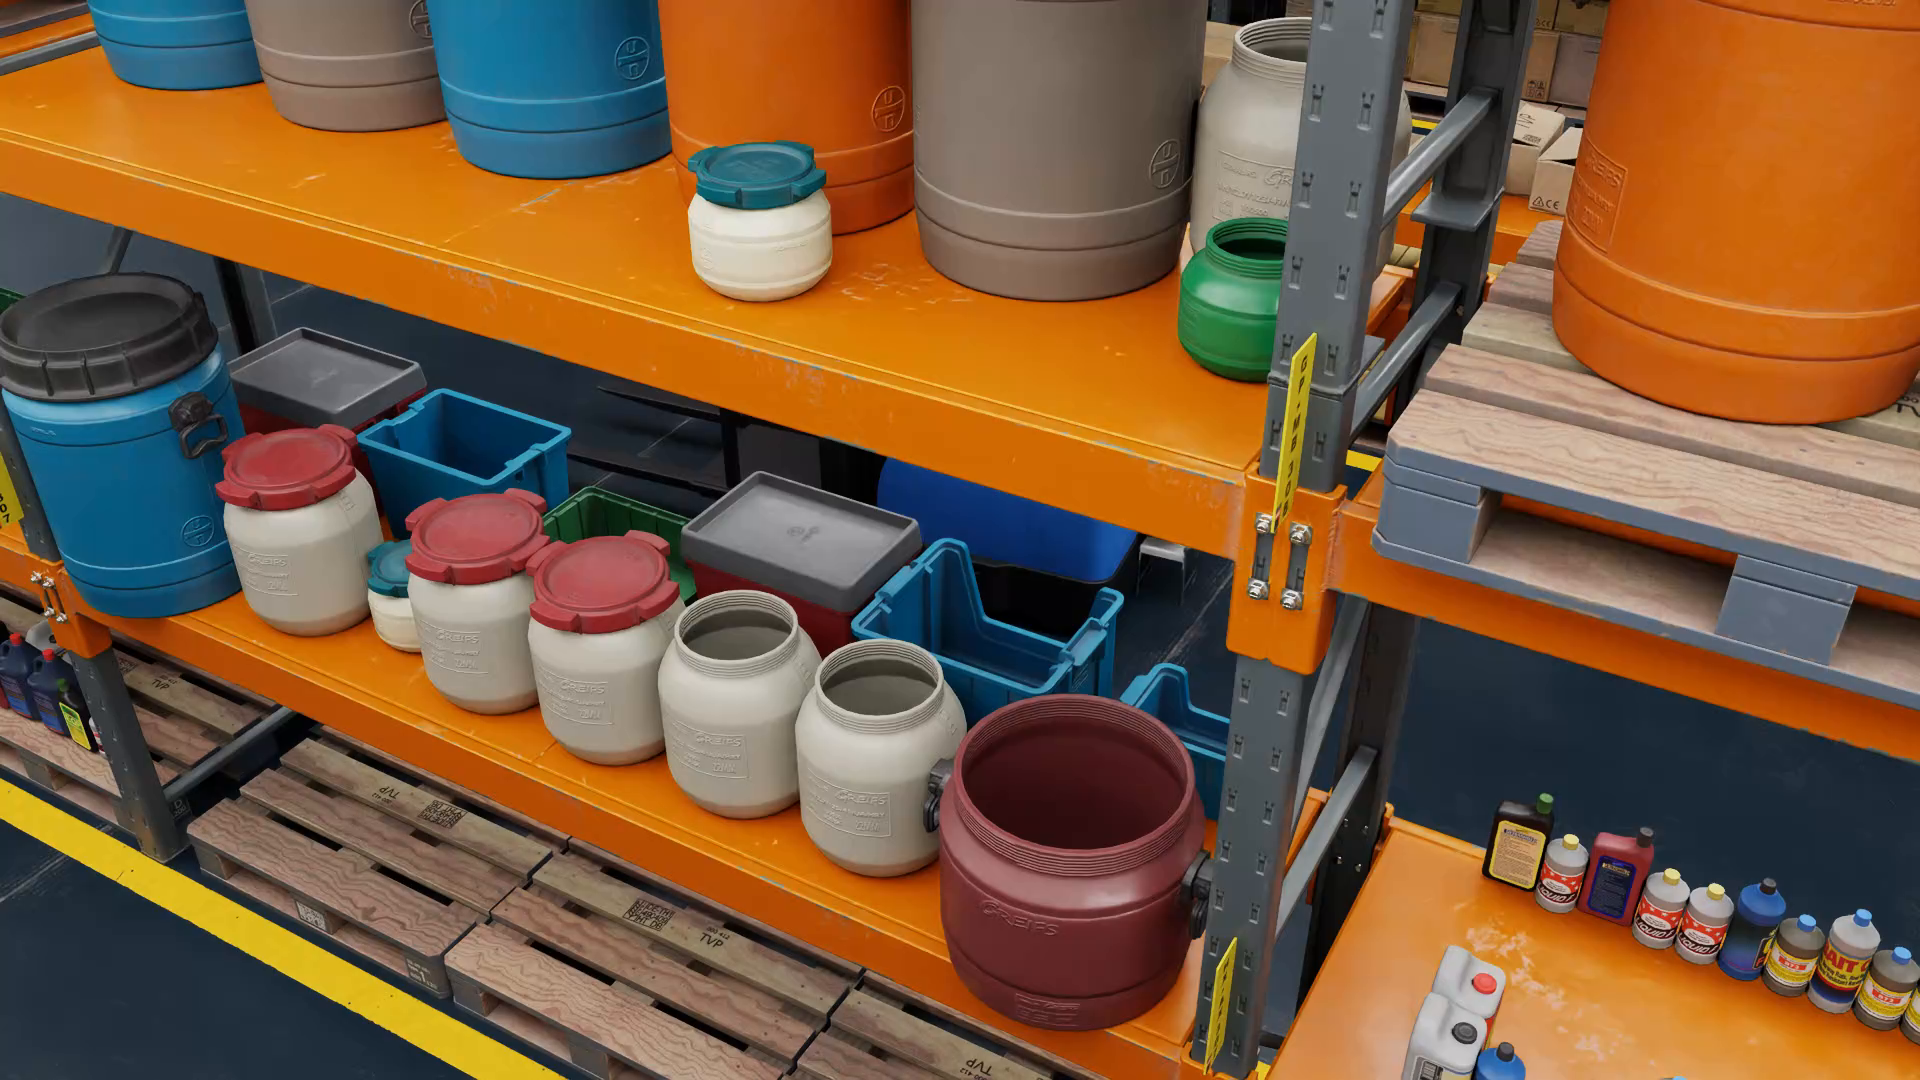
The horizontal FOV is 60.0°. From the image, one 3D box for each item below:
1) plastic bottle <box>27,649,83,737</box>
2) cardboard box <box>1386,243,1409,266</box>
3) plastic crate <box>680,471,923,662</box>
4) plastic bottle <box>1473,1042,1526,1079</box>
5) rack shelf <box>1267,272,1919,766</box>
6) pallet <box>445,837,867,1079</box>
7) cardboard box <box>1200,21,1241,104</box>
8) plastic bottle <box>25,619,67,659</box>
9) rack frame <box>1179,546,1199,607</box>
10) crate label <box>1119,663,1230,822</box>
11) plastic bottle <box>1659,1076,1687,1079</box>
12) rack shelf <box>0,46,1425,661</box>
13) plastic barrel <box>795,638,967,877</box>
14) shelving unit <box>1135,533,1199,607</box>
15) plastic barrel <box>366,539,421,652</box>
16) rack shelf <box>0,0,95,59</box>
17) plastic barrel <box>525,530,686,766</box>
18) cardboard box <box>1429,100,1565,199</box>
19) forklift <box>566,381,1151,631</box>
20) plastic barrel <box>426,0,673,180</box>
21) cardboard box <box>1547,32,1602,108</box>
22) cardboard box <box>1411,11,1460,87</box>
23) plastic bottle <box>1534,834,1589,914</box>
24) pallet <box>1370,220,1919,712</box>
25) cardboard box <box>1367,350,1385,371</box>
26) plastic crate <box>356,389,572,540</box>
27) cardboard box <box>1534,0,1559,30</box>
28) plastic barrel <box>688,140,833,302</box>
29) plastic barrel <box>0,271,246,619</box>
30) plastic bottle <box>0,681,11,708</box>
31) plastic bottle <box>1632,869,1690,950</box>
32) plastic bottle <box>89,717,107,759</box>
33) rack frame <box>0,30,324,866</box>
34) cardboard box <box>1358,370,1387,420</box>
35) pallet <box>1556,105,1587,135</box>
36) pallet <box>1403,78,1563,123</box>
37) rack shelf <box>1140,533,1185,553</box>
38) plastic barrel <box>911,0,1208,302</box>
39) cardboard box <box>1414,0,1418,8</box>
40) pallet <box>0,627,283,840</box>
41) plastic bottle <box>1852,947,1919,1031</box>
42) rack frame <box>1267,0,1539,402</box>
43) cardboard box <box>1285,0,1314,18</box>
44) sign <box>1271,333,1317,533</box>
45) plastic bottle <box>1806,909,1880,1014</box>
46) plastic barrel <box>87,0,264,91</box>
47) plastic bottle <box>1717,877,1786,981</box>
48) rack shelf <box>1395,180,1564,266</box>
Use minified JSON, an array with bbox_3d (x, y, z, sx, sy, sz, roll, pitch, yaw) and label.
[{"bbox_3d":[-3.370,0.550,6.211,0.185,0.351,0.144,17,37,23],"label":"plastic bottle"},{"bbox_3d":[2.056,-1.445,8.809,0.500,0.311,0.500,17,37,23],"label":"cardboard box"},{"bbox_3d":[-0.446,0.151,4.760,0.583,0.464,0.402,18,37,24],"label":"plastic crate"},{"bbox_3d":[1.108,1.142,3.445,0.097,0.271,0.097,0,34,0],"label":"plastic bottle"},{"bbox_3d":[2.542,0.370,2.431,4.000,0.370,1.077,18,37,24],"label":"rack shelf"},{"bbox_3d":[-0.903,1.362,5.515,1.213,0.211,1.003,18,37,24],"label":"pallet"},{"bbox_3d":[1.345,-2.254,8.338,0.500,0.500,0.500,18,38,24],"label":"cardboard box"},{"bbox_3d":[-3.485,0.450,6.428,0.135,0.276,0.152,18,37,24],"label":"plastic bottle"},{"bbox_3d":[1.014,-0.141,7.150,0.006,0.900,0.240,13,36,19],"label":"rack frame"},{"bbox_3d":[0.626,0.542,4.380,0.416,0.233,0.303,18,37,24],"label":"crate label"},{"bbox_3d":[1.468,1.188,3.439,0.097,0.201,0.097,0,34,0],"label":"plastic bottle"},{"bbox_3d":[-0.931,-0.730,4.083,4.000,0.370,1.077,18,37,24],"label":"rack shelf"},{"bbox_3d":[-0.194,0.542,4.129,0.421,0.512,0.421,0,34,0],"label":"plastic barrel"},{"bbox_3d":[0.920,-0.163,7.183,0.210,0.900,0.258,13,36,19],"label":"shelving unit"},{"bbox_3d":[-1.594,0.164,4.922,0.301,0.262,0.301,0,34,0],"label":"plastic barrel"},{"bbox_3d":[-4.404,-1.830,5.735,4.000,0.370,1.077,18,37,24],"label":"rack shelf"},{"bbox_3d":[-0.933,0.302,4.468,0.433,0.535,0.433,0,34,0],"label":"plastic barrel"},{"bbox_3d":[2.586,-1.916,8.001,0.500,0.311,0.500,17,37,24],"label":"cardboard box"},{"bbox_3d":[-0.578,-1.355,7.140,3.031,2.935,1.130,13,36,19],"label":"forklift"},{"bbox_3d":[-0.983,-1.393,3.977,0.708,0.901,0.600,18,37,24],"label":"plastic barrel"},{"bbox_3d":[4.681,-3.512,12.176,0.500,0.500,0.700,18,37,24],"label":"cardboard box"},{"bbox_3d":[3.792,-3.769,12.562,0.500,0.500,0.700,18,38,25],"label":"cardboard box"},{"bbox_3d":[1.459,0.798,4.024,0.097,0.201,0.097,0,34,0],"label":"plastic bottle"},{"bbox_3d":[1.421,-0.144,2.723,1.213,0.211,1.003,18,37,24],"label":"pallet"},{"bbox_3d":[2.235,-1.043,8.206,0.500,0.311,0.500,17,37,24],"label":"cardboard box"},{"bbox_3d":[-1.555,-0.171,5.315,0.575,0.384,0.392,18,37,24],"label":"plastic crate"},{"bbox_3d":[4.157,-3.952,12.161,0.500,0.250,0.500,17,37,24],"label":"cardboard box"},{"bbox_3d":[-0.415,-0.659,3.452,0.301,0.262,0.301,0,34,0],"label":"plastic barrel"},{"bbox_3d":[-2.482,-0.288,5.024,0.708,0.901,0.600,18,37,24],"label":"plastic barrel"},{"bbox_3d":[-3.698,0.500,6.346,0.133,0.283,0.061,20,39,27],"label":"plastic bottle"},{"bbox_3d":[1.660,0.862,3.929,0.097,0.201,0.097,0,34,0],"label":"plastic bottle"},{"bbox_3d":[-3.137,0.701,6.119,0.097,0.201,0.097,0,34,0],"label":"plastic bottle"},{"bbox_3d":[-2.667,-0.331,5.541,0.127,3.000,1.000,18,37,24],"label":"rack frame"},{"bbox_3d":[2.239,-0.811,8.364,0.500,0.250,0.500,17,37,24],"label":"cardboard box"},{"bbox_3d":[5.043,-3.054,12.145,1.213,0.211,1.003,18,37,24],"label":"pallet"},{"bbox_3d":[3.988,-3.390,12.650,1.213,0.211,1.003,18,37,24],"label":"pallet"},{"bbox_3d":[0.920,-0.060,7.251,0.200,0.077,0.258,13,36,19],"label":"rack shelf"},{"bbox_3d":[0.200,-1.019,3.415,0.600,0.901,0.600,0,34,0],"label":"plastic barrel"},{"bbox_3d":[3.280,-4.240,12.592,0.500,0.250,0.500,17,37,23],"label":"cardboard box"},{"bbox_3d":[-3.230,0.625,6.621,1.213,0.211,1.003,18,37,24],"label":"pallet"},{"bbox_3d":[2.082,0.995,3.728,0.097,0.201,0.097,0,34,0],"label":"plastic bottle"},{"bbox_3d":[0.805,-1.728,2.226,0.127,3.000,1.000,18,37,24],"label":"rack frame"},{"bbox_3d":[2.896,-4.047,12.979,0.500,0.500,0.700,19,38,26],"label":"cardboard box"},{"bbox_3d":[0.539,-0.169,2.686,0.005,0.325,0.100,18,37,24],"label":"sign"},{"bbox_3d":[1.998,0.939,3.749,0.097,0.271,0.097,0,34,0],"label":"plastic bottle"},{"bbox_3d":[-2.118,-1.753,4.517,0.708,0.901,0.600,18,37,24],"label":"plastic barrel"},{"bbox_3d":[1.829,0.886,3.829,0.097,0.271,0.097,0,34,0],"label":"plastic bottle"},{"bbox_3d":[1.530,-1.864,8.492,4.000,0.370,1.077,18,37,24],"label":"rack shelf"}]
